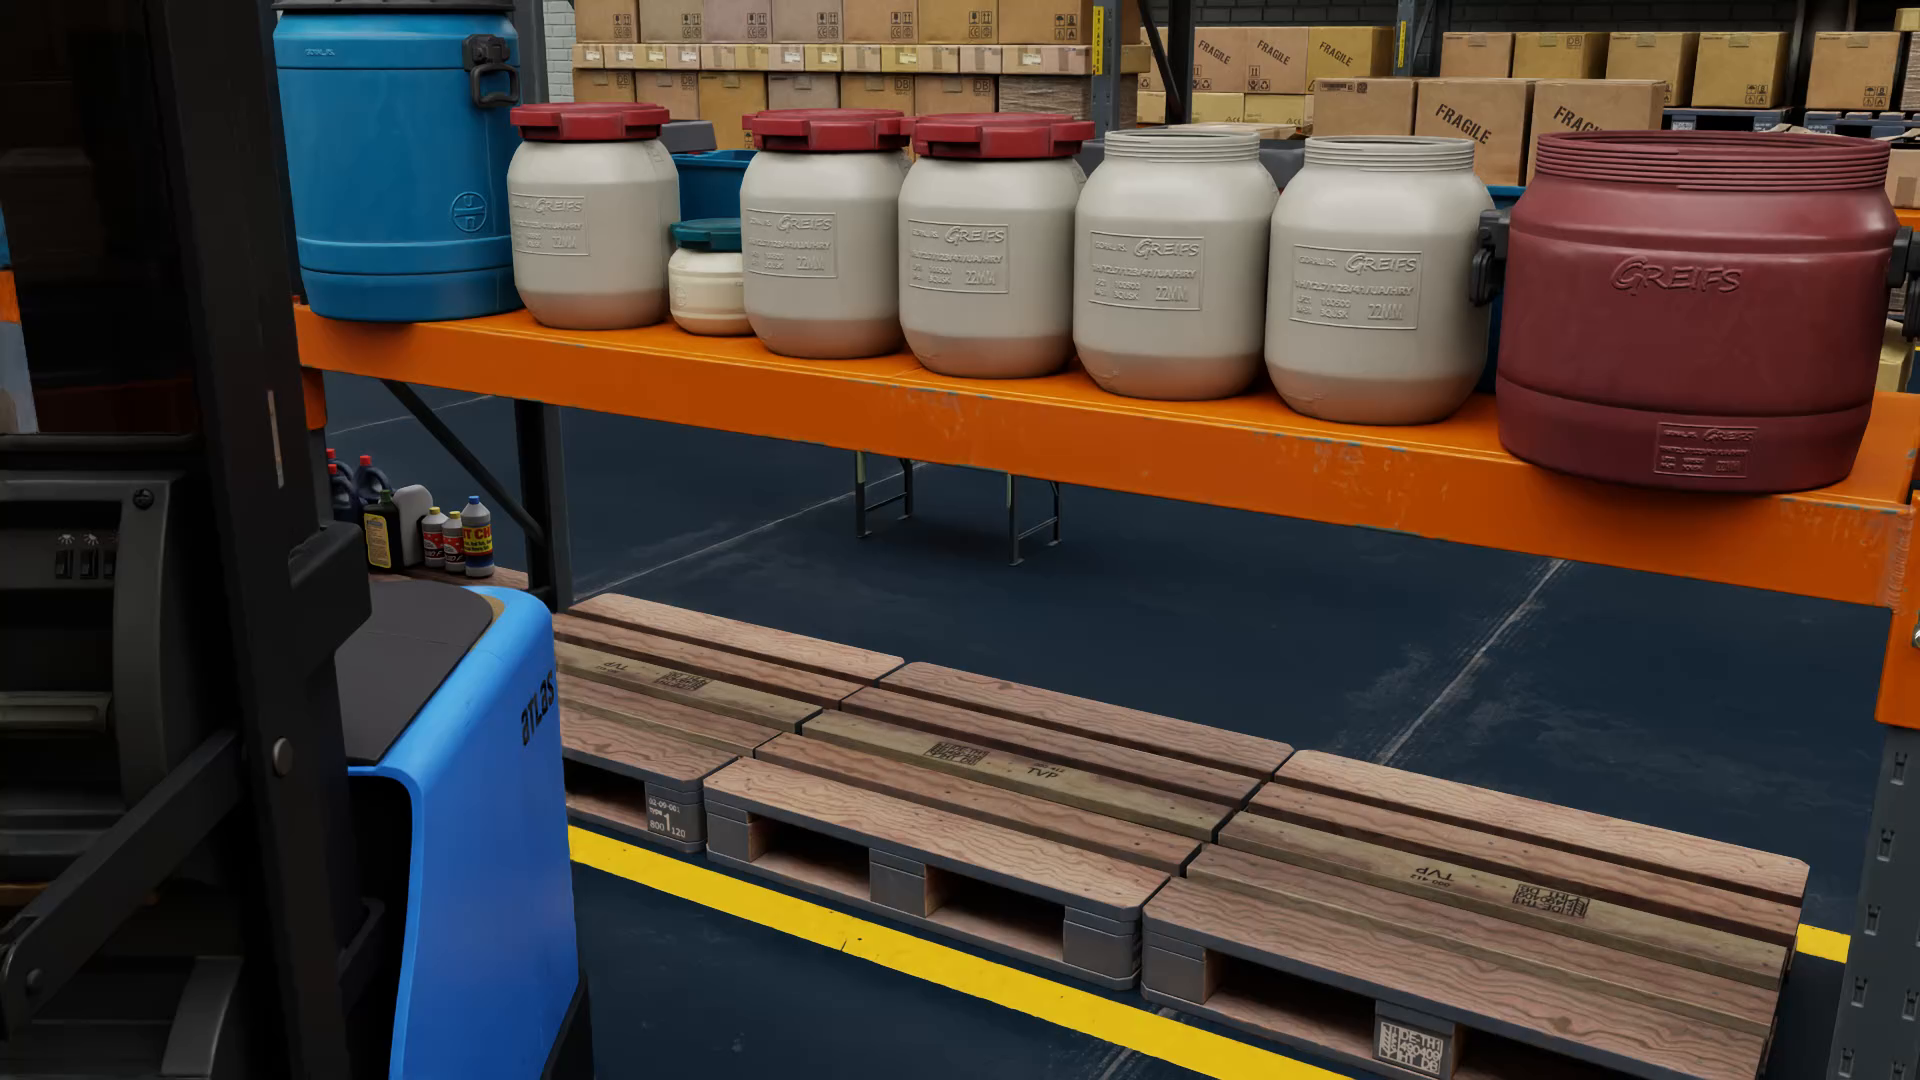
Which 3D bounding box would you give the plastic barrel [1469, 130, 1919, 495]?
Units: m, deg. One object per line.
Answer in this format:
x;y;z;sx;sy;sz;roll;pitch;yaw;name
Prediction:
1.237;-0.407;2.827;0.708;0.536;0.600;10;20;30;plastic barrel

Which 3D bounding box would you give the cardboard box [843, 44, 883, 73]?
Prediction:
-0.447;-2.721;9.391;0.250;0.149;0.380;11;20;32;cardboard box

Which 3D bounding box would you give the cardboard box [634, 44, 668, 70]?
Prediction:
-1.770;-2.957;10.167;0.250;0.149;0.380;10;20;30;cardboard box

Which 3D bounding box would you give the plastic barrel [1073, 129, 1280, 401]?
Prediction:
0.444;-0.568;3.397;0.421;0.512;0.421;0;17;0;plastic barrel

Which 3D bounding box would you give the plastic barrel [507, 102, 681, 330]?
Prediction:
-0.917;-0.820;4.187;0.433;0.535;0.433;0;17;0;plastic barrel

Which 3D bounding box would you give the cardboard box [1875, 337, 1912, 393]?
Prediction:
3.812;-0.745;7.217;0.500;0.311;0.500;11;20;31;cardboard box

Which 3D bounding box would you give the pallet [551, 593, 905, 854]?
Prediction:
-0.928;0.489;4.908;1.213;0.211;1.003;10;20;30;pallet

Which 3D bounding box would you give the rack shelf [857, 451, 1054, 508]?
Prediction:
-0.006;-0.407;6.761;0.720;0.370;0.431;10;20;30;rack shelf

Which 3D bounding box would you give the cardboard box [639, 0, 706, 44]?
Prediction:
-1.543;-3.297;10.171;0.500;0.500;0.700;10;19;29;cardboard box

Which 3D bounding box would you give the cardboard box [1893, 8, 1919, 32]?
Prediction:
6.385;-3.459;11.063;0.250;0.149;0.380;7;18;21;cardboard box

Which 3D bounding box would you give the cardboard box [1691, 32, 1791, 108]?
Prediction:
5.497;-3.312;11.693;0.500;0.500;0.700;10;20;30;cardboard box

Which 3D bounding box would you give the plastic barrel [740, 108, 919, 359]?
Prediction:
-0.291;-0.709;3.819;0.433;0.535;0.433;0;17;0;plastic barrel

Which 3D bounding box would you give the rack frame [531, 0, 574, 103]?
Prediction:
-2.430;-2.790;10.904;0.127;3.000;1.000;10;20;30;rack frame

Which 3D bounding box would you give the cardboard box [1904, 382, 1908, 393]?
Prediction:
4.094;-0.610;7.738;0.500;0.250;0.500;10;20;30;cardboard box

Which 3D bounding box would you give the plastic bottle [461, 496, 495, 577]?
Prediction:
-1.659;-0.017;5.714;0.097;0.271;0.097;0;17;0;plastic bottle

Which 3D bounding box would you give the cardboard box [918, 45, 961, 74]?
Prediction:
-0.024;-2.645;9.139;0.250;0.149;0.380;10;20;30;cardboard box

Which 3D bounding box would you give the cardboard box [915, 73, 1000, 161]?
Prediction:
0.144;-2.374;9.362;0.500;0.500;0.700;10;20;29;cardboard box

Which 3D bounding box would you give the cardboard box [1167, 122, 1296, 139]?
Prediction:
1.421;-2.045;8.712;0.500;0.250;0.500;12;20;33;cardboard box

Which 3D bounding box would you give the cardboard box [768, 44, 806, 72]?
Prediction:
-0.899;-2.801;9.653;0.250;0.149;0.380;10;20;31;cardboard box

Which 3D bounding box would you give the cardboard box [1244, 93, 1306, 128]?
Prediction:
2.585;-3.421;13.207;0.500;0.250;0.500;10;20;30;cardboard box

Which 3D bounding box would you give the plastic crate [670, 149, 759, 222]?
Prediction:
-0.514;-0.857;4.568;0.575;0.384;0.392;10;20;30;plastic crate

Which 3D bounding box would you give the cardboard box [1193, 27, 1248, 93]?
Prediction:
2.151;-3.854;13.343;0.500;0.500;0.500;9;19;28;cardboard box

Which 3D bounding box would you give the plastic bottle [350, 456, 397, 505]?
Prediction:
-2.088;-0.124;5.928;0.185;0.351;0.144;11;20;32;plastic bottle

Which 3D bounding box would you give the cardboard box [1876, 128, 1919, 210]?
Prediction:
4.100;-1.596;7.129;0.500;0.311;0.500;12;20;33;cardboard box

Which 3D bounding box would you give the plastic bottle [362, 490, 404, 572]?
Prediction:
-2.004;-0.039;5.765;0.133;0.283;0.061;10;20;30;plastic bottle

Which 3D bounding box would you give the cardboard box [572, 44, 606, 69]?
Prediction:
-2.208;-3.035;10.423;0.250;0.149;0.380;10;20;30;cardboard box

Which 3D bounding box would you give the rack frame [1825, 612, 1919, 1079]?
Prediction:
1.791;-0.347;2.861;0.127;3.000;1.000;10;20;30;rack frame

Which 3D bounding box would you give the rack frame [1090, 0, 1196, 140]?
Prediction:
0.978;-2.181;8.901;0.127;3.000;1.000;10;20;30;rack frame

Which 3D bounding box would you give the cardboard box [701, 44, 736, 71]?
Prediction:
-1.328;-2.878;9.907;0.250;0.149;0.380;9;19;28;cardboard box

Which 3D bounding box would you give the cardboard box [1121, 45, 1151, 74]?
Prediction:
0.851;-2.628;9.085;0.250;0.149;0.380;10;20;30;cardboard box

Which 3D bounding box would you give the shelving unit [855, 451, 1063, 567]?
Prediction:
-0.006;-0.719;6.667;0.755;1.500;0.431;10;20;30;shelving unit

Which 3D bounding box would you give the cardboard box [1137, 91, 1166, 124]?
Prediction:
1.719;-3.570;13.697;0.500;0.250;0.500;10;20;31;cardboard box

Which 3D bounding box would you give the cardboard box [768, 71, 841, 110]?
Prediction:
-0.718;-2.529;9.872;0.500;0.500;0.700;11;20;32;cardboard box

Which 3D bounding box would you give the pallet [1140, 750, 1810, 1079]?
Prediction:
1.152;0.860;3.686;1.213;0.211;1.003;10;20;30;pallet

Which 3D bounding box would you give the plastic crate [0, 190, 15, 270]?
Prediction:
-2.702;-0.985;5.219;0.616;0.251;0.499;10;20;30;plastic crate

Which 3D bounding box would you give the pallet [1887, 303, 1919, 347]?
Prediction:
6.311;-1.585;11.737;1.213;0.211;1.003;10;20;30;pallet

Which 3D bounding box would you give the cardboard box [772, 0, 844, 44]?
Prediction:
-0.686;-3.145;9.669;0.500;0.500;0.700;10;20;30;cardboard box

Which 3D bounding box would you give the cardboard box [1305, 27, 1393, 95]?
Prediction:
3.003;-3.701;12.836;0.500;0.500;0.500;10;20;30;cardboard box

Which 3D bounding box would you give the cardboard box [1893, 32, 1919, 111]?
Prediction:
6.571;-3.128;11.088;0.500;0.500;0.700;8;18;24;cardboard box

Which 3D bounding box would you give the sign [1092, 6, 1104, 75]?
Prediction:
0.689;-2.496;8.310;0.005;0.325;0.100;10;20;30;sign

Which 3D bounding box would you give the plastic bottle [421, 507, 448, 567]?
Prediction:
-1.832;-0.015;5.826;0.097;0.201;0.097;0;17;0;plastic bottle

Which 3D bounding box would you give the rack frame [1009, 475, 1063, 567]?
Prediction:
0.306;-0.663;6.483;0.023;1.500;0.400;10;20;30;rack frame

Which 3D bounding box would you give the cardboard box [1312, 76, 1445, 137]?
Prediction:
2.073;-2.028;8.225;0.500;0.500;0.500;12;21;34;cardboard box

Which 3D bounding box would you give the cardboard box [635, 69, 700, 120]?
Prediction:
-1.589;-2.685;10.386;0.500;0.500;0.700;11;20;31;cardboard box

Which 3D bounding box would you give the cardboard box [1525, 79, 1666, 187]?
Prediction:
2.949;-1.872;7.710;0.500;0.500;0.500;9;19;27;cardboard box

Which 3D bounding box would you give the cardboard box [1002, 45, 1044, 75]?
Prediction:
0.425;-2.566;8.879;0.250;0.149;0.380;10;19;29;cardboard box

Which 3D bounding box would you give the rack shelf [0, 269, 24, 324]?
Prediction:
-3.321;-0.915;5.970;4.000;0.370;1.077;10;20;30;rack shelf

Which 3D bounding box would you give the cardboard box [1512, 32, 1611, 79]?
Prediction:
4.456;-3.494;12.295;0.500;0.500;0.700;13;21;36;cardboard box

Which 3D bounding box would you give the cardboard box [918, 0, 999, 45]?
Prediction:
0.166;-2.992;9.167;0.500;0.500;0.700;10;20;30;cardboard box

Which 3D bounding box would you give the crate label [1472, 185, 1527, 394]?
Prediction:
1.086;-0.582;3.574;0.616;0.435;0.502;10;20;30;crate label

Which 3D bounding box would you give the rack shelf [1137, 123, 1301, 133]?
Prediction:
1.863;-3.369;14.048;4.000;0.370;1.077;10;20;30;rack shelf

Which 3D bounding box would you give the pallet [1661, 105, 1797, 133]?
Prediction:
5.268;-2.999;11.925;1.213;0.211;1.003;10;20;30;pallet
